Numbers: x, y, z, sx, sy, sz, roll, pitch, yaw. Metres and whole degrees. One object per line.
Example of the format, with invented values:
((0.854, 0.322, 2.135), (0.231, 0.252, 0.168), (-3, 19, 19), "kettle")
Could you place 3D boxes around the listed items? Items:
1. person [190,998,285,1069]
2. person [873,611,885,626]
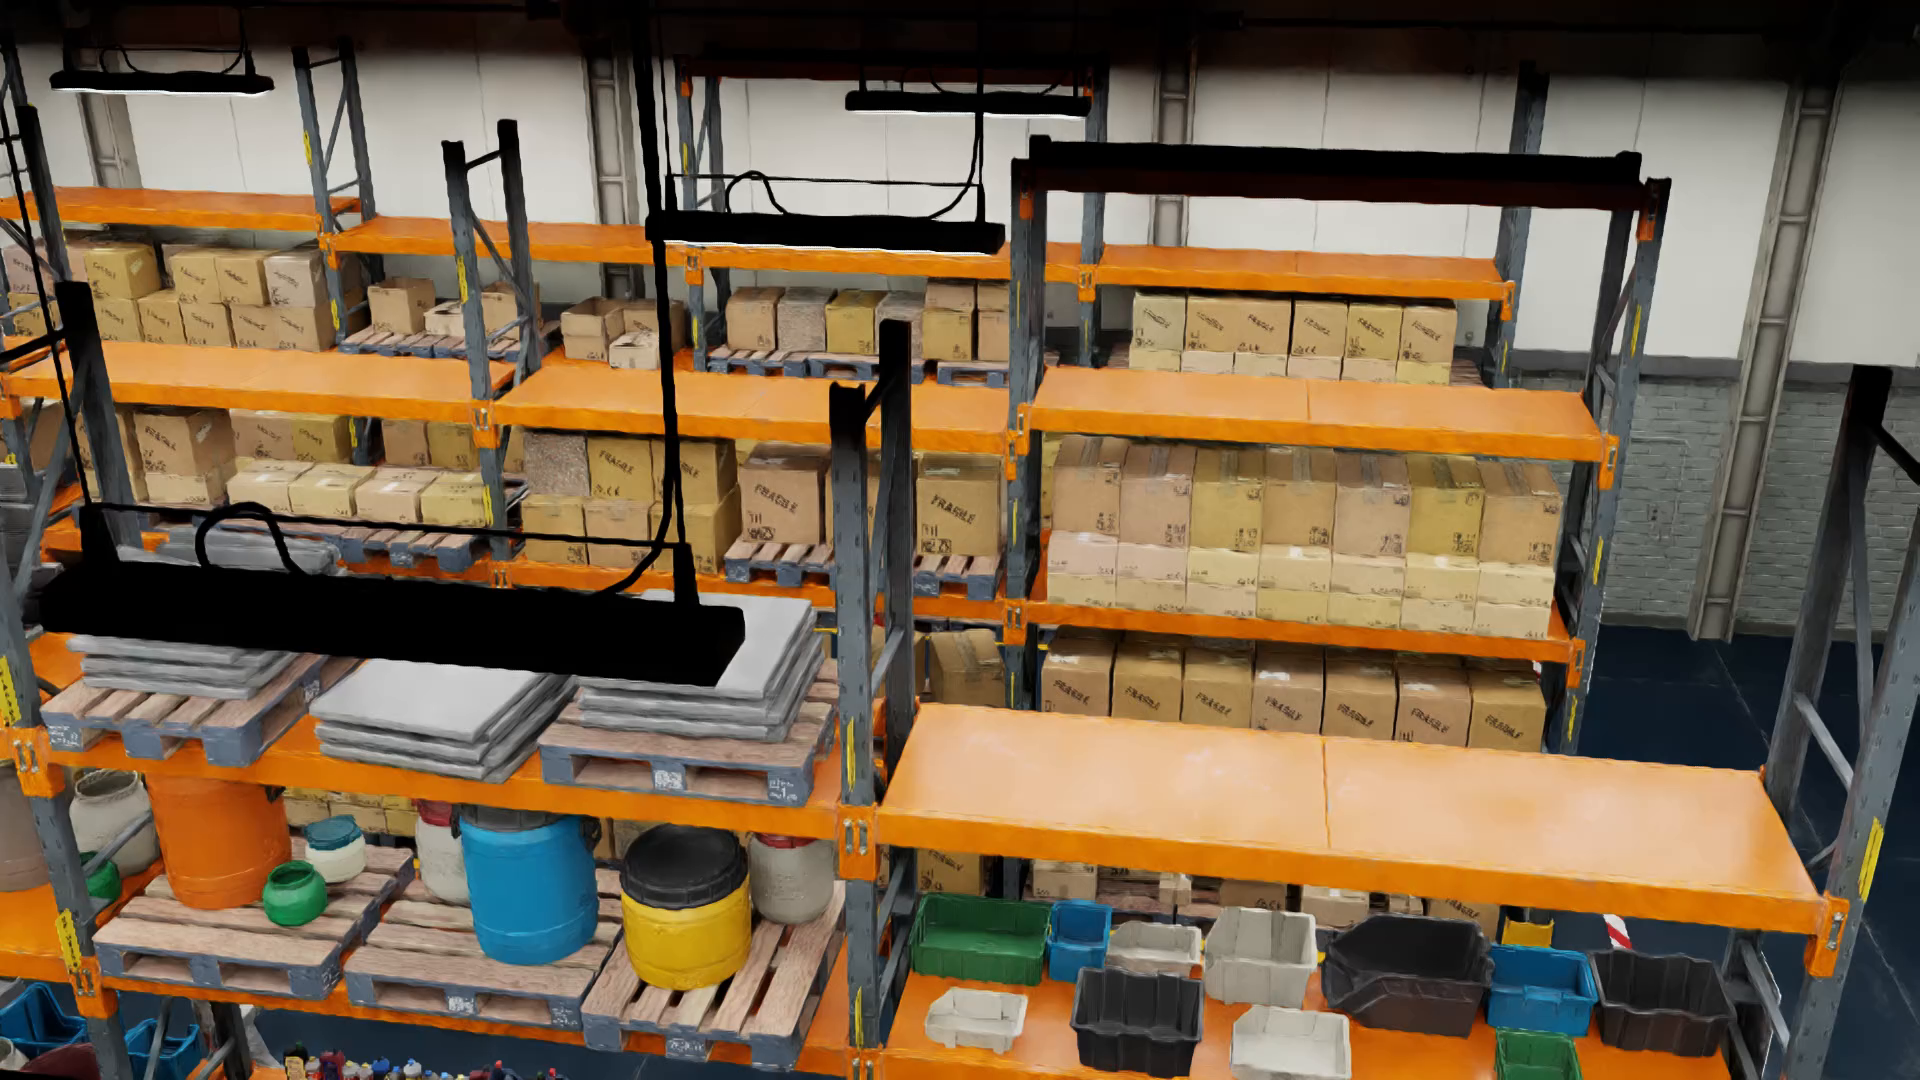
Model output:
((-4.854, 3.062, 10.942), (1.105, 1.698, 0.544), (3, 23, 8), "person")
((-0.621, 1.280, 15.099), (0.595, 1.737, 0.449), (-9, 25, -20), "person")
